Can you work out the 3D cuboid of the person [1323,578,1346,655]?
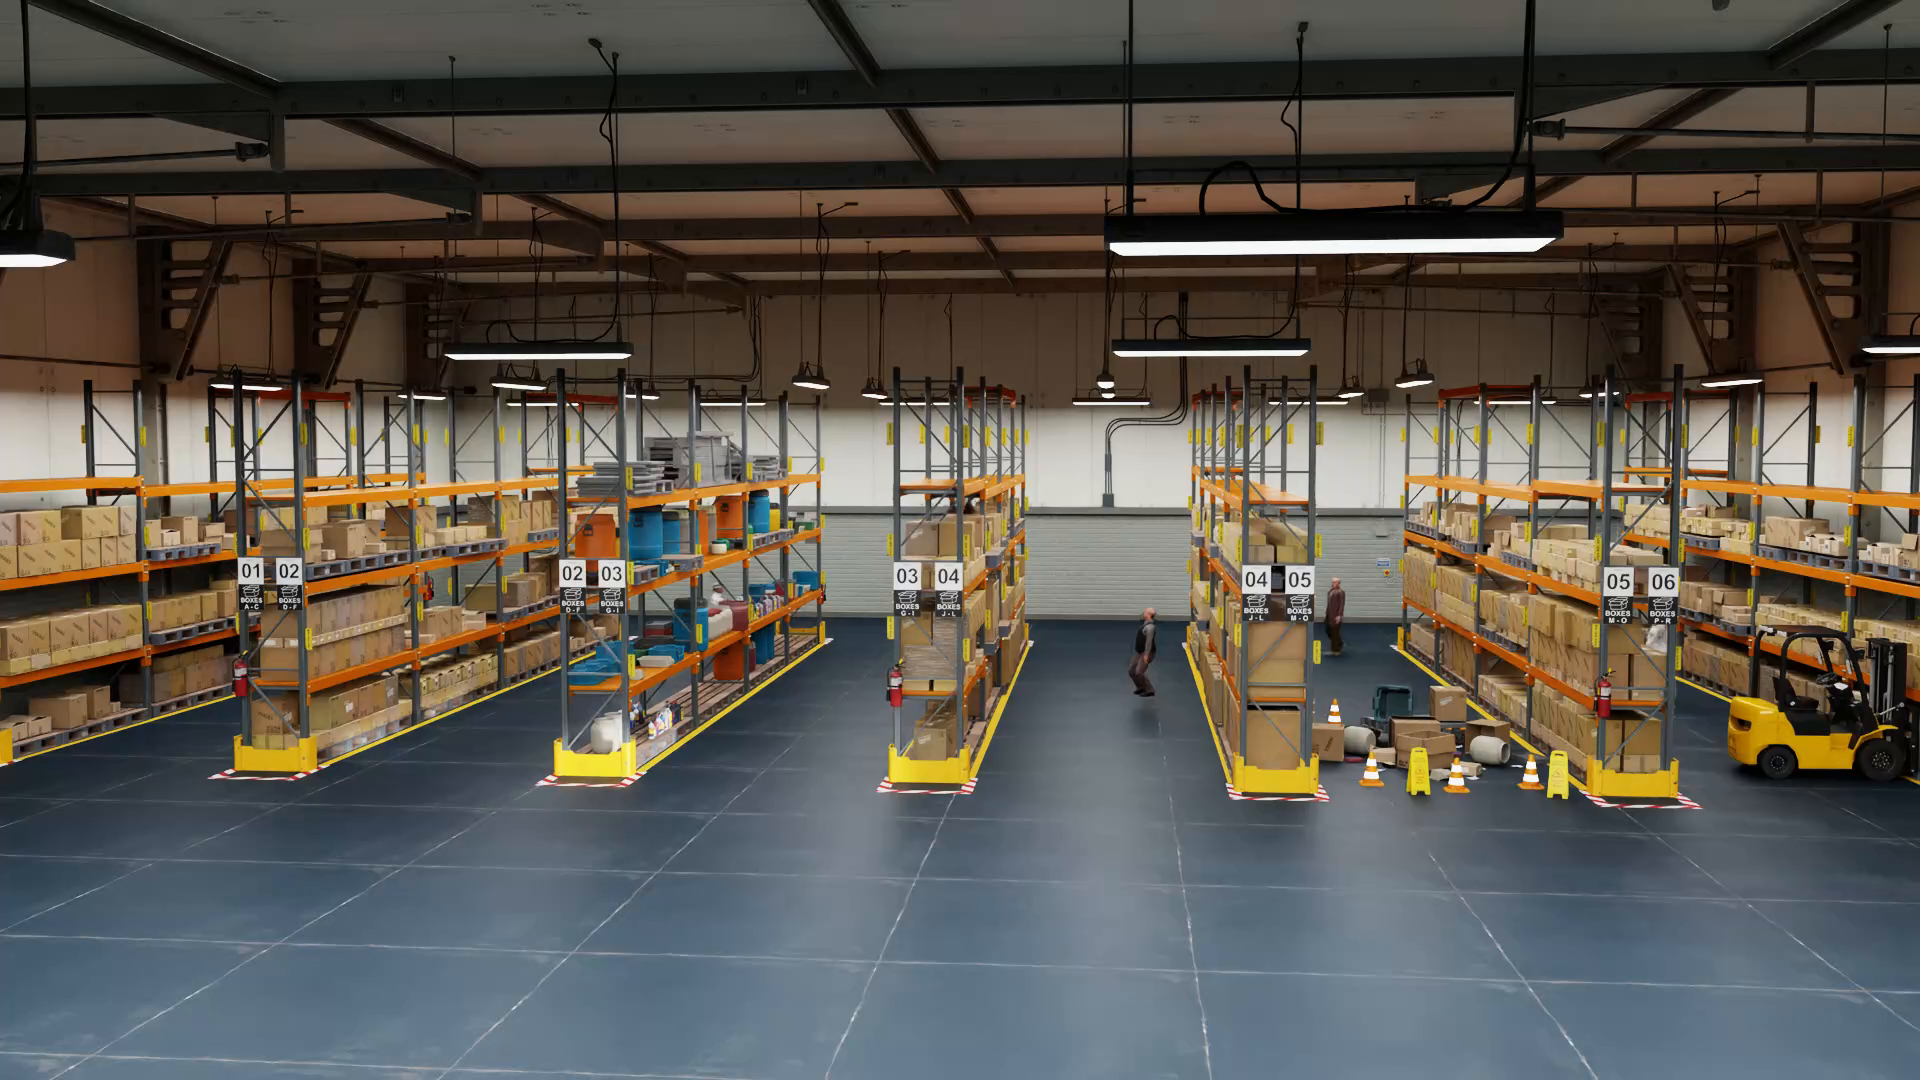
[{"bbox_3d":[8.605,1.745,38.085,0.553,1.745,0.609,0,4,1],"label":"person"}]

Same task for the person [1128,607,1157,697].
[{"bbox_3d":[3.352,2.029,30.267,0.492,1.609,0.576,-1,4,-19],"label":"person"}]

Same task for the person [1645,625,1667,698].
[{"bbox_3d":[13.273,2.189,31.753,0.563,1.724,0.651,-1,4,-11],"label":"person"}]

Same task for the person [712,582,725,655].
[{"bbox_3d":[-5.527,1.813,37.987,0.391,1.714,0.511,-1,4,-11],"label":"person"}]
